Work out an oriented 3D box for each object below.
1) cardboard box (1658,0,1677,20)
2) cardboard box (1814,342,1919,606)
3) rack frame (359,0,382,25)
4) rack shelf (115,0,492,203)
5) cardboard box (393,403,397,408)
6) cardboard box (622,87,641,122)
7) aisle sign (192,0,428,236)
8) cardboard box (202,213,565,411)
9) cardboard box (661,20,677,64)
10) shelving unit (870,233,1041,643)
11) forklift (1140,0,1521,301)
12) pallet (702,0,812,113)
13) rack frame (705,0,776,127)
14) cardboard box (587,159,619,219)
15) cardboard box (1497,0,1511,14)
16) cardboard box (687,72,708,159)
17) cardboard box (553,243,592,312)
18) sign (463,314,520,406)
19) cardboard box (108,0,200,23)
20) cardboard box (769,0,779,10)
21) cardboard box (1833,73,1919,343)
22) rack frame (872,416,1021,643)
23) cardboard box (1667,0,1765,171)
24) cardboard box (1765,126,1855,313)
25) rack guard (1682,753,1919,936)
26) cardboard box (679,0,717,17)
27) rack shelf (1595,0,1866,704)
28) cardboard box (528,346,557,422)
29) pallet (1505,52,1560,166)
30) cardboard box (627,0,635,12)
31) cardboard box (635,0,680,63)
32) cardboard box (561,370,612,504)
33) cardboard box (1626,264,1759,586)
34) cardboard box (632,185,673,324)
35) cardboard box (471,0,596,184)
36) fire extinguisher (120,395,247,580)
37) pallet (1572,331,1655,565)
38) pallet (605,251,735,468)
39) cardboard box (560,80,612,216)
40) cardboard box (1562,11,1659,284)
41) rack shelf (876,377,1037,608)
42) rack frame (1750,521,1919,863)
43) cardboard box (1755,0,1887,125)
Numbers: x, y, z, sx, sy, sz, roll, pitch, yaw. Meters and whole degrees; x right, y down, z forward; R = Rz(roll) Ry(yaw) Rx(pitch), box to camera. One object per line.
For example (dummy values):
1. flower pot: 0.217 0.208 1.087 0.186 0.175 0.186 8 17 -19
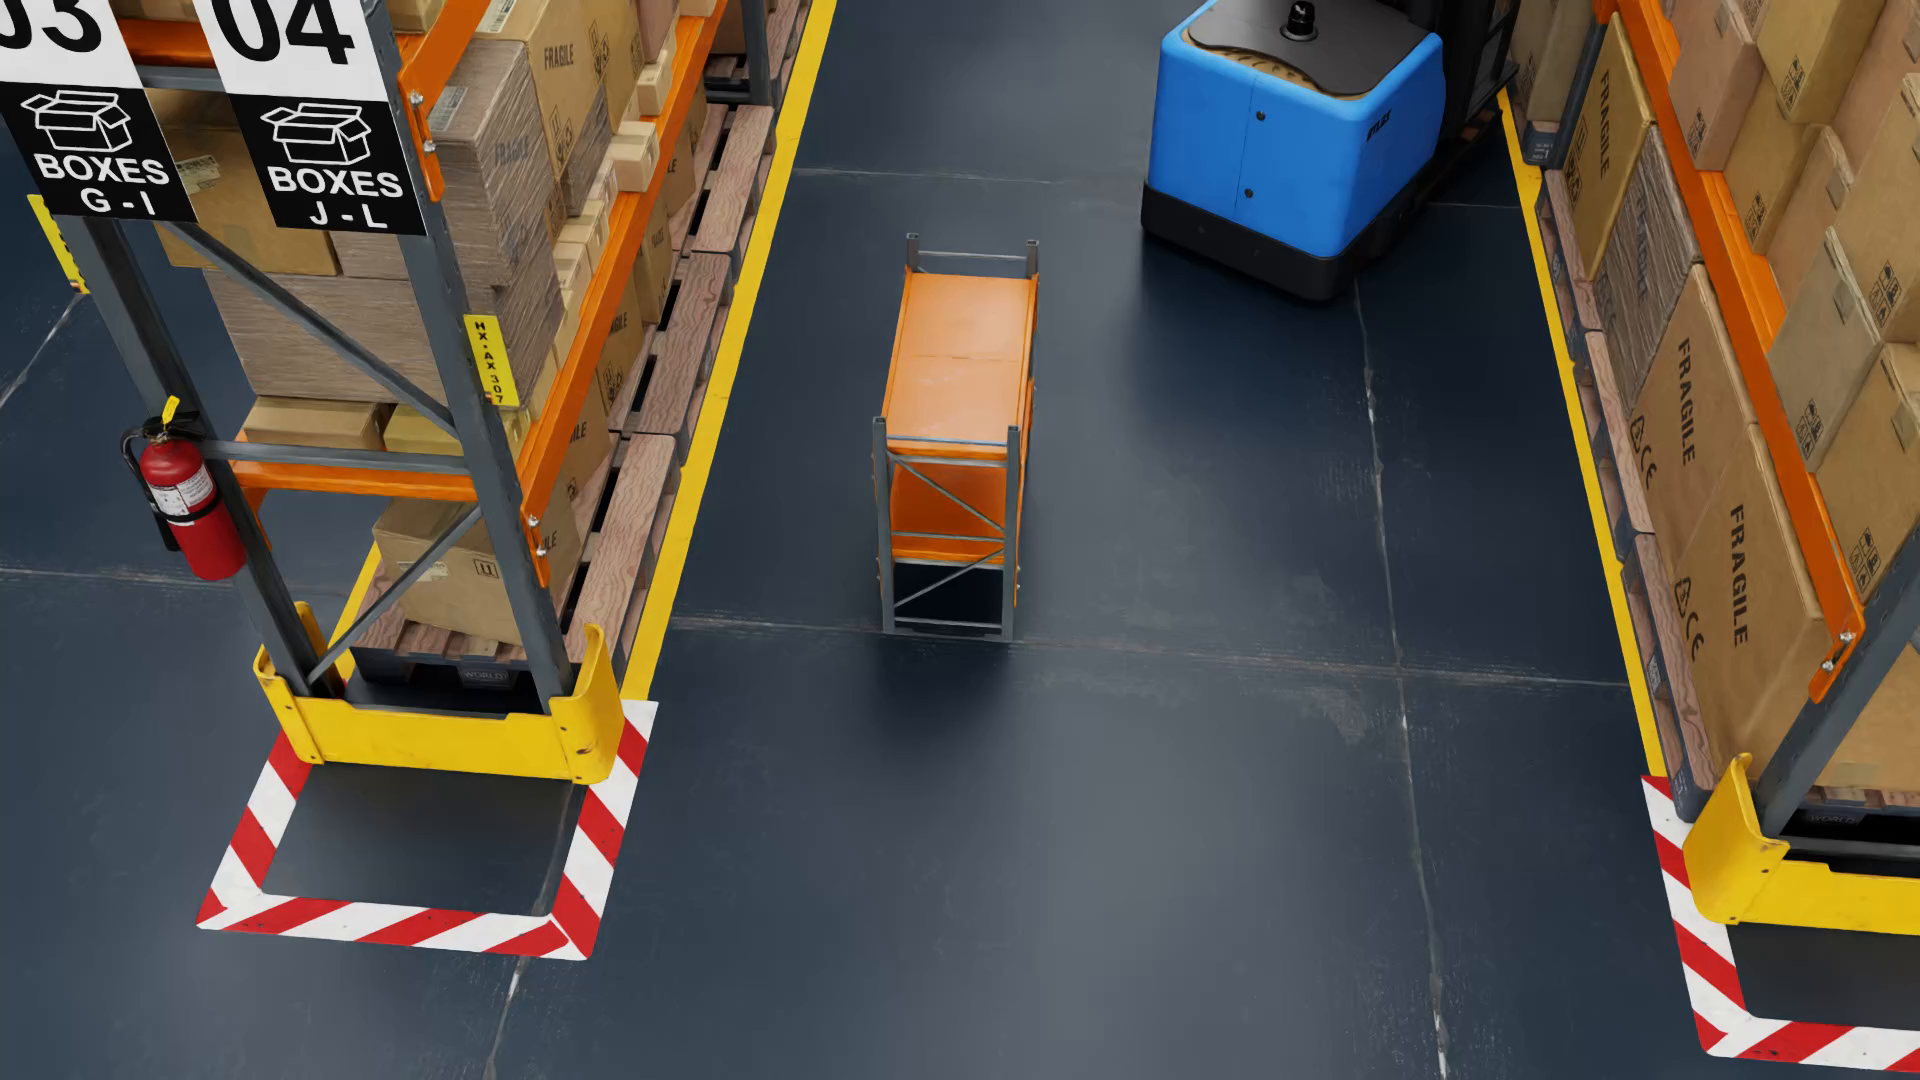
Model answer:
1. cardboard box: 3.432 -2.550 6.974 0.875 0.550 0.550 4 48 4
2. cardboard box: 3.078 -0.158 4.786 0.875 0.550 0.550 4 48 4
3. rack frame: -1.841 -2.265 2.749 1.000 3.000 0.127 4 48 4
4. rack shelf: -1.658 -2.479 5.465 1.077 0.370 4.000 4 48 4
5. cardboard box: -1.997 -0.562 5.428 0.380 0.149 0.250 4 48 4
6. cardboard box: -1.453 -1.637 6.411 0.380 0.149 0.250 4 48 4
7. aisle sign: -1.548 -1.052 3.943 0.394 0.787 0.004 4 48 4
8. cardboard box: -1.763 -0.776 5.184 0.875 0.500 0.500 4 48 4
9. cardboard box: -1.366 -2.001 6.744 0.380 0.149 0.250 4 48 4
10. shelving unit: 0.001 -0.385 6.365 0.538 1.125 1.048 4 48 4
11. forklift: 2.158 -3.144 7.665 1.130 2.935 3.031 29 54 24
12. pallet: -1.407 -2.810 9.203 1.003 0.211 1.213 4 48 4
13. rack frame: -1.476 -3.179 7.651 1.000 3.000 0.127 4 48 4
14. cardboard box: -1.470 -1.268 6.073 0.380 0.149 0.250 4 48 4
15. cardboard box: 3.513 -3.325 9.024 1.050 0.750 0.750 4 48 4
16. cardboard box: -1.552 -2.186 8.152 0.500 0.500 0.500 3 48 2
17. cardboard box: -1.496 -0.899 5.735 0.380 0.149 0.250 4 48 4
18. sign: -1.300 -0.496 4.610 0.100 0.325 0.005 4 48 4
19. cardboard box: -2.050 -1.573 4.251 0.500 0.250 0.500 5 48 4
20. cardboard box: -1.337 -3.283 9.142 0.700 0.500 0.500 4 48 3
21. cardboard box: 3.120 -0.928 4.758 0.875 0.550 0.550 4 48 4
22. rack frame: -0.046 -0.011 6.024 0.500 1.125 0.032 4 48 4
23. cardboard box: 3.238 -1.756 6.247 0.875 0.550 0.550 4 48 4
24. cardboard box: 3.283 -0.967 5.526 0.875 0.550 0.550 4 48 4
25. rack guard: 3.087 1.029 5.496 1.175 0.500 0.348 4 48 4
26. cardboard box: -1.230 -2.363 7.074 0.380 0.149 0.250 4 48 4
27. rack shelf: 3.272 -1.059 6.199 1.077 0.370 4.000 4 48 4
28. cardboard box: -1.535 -0.531 5.399 0.380 0.149 0.250 4 48 4
29. pallet: 3.449 -2.402 8.830 1.003 0.211 1.213 4 48 4
30. cardboard box: -1.383 -2.200 5.808 0.500 0.500 0.500 4 48 4
31. cardboard box: -1.605 -2.248 6.530 0.875 0.500 0.500 4 48 4
32. cardboard box: -1.747 -0.437 6.553 0.500 0.500 0.500 15 49 14
33. cardboard box: 3.164 -0.406 6.270 0.875 0.875 0.875 3 48 3
34. cardboard box: -1.575 -1.303 7.344 0.500 0.500 0.500 0 48 0
35. cardboard box: -1.467 -1.464 5.135 0.500 0.500 0.500 4 48 4
36. fire extinguisher: -2.310 -0.161 4.943 0.296 0.674 0.183 4 48 4
37. pallet: 3.198 -0.378 6.978 1.003 0.211 1.213 4 48 4
38. pallet: -1.611 -0.843 7.404 1.003 0.211 1.213 4 48 4
39. cardboard box: -1.749 -1.516 5.861 0.875 0.500 0.500 4 48 4
40. cardboard box: 3.327 -1.739 7.489 0.875 0.875 0.875 5 48 4
41. rack shelf: 0.001 -0.220 6.546 0.538 0.278 1.000 4 48 4
42. rack frame: 3.089 0.168 4.590 1.000 3.000 0.127 4 48 4
43. cardboard box: 3.225 -1.728 5.490 0.875 0.550 0.500 4 48 4
